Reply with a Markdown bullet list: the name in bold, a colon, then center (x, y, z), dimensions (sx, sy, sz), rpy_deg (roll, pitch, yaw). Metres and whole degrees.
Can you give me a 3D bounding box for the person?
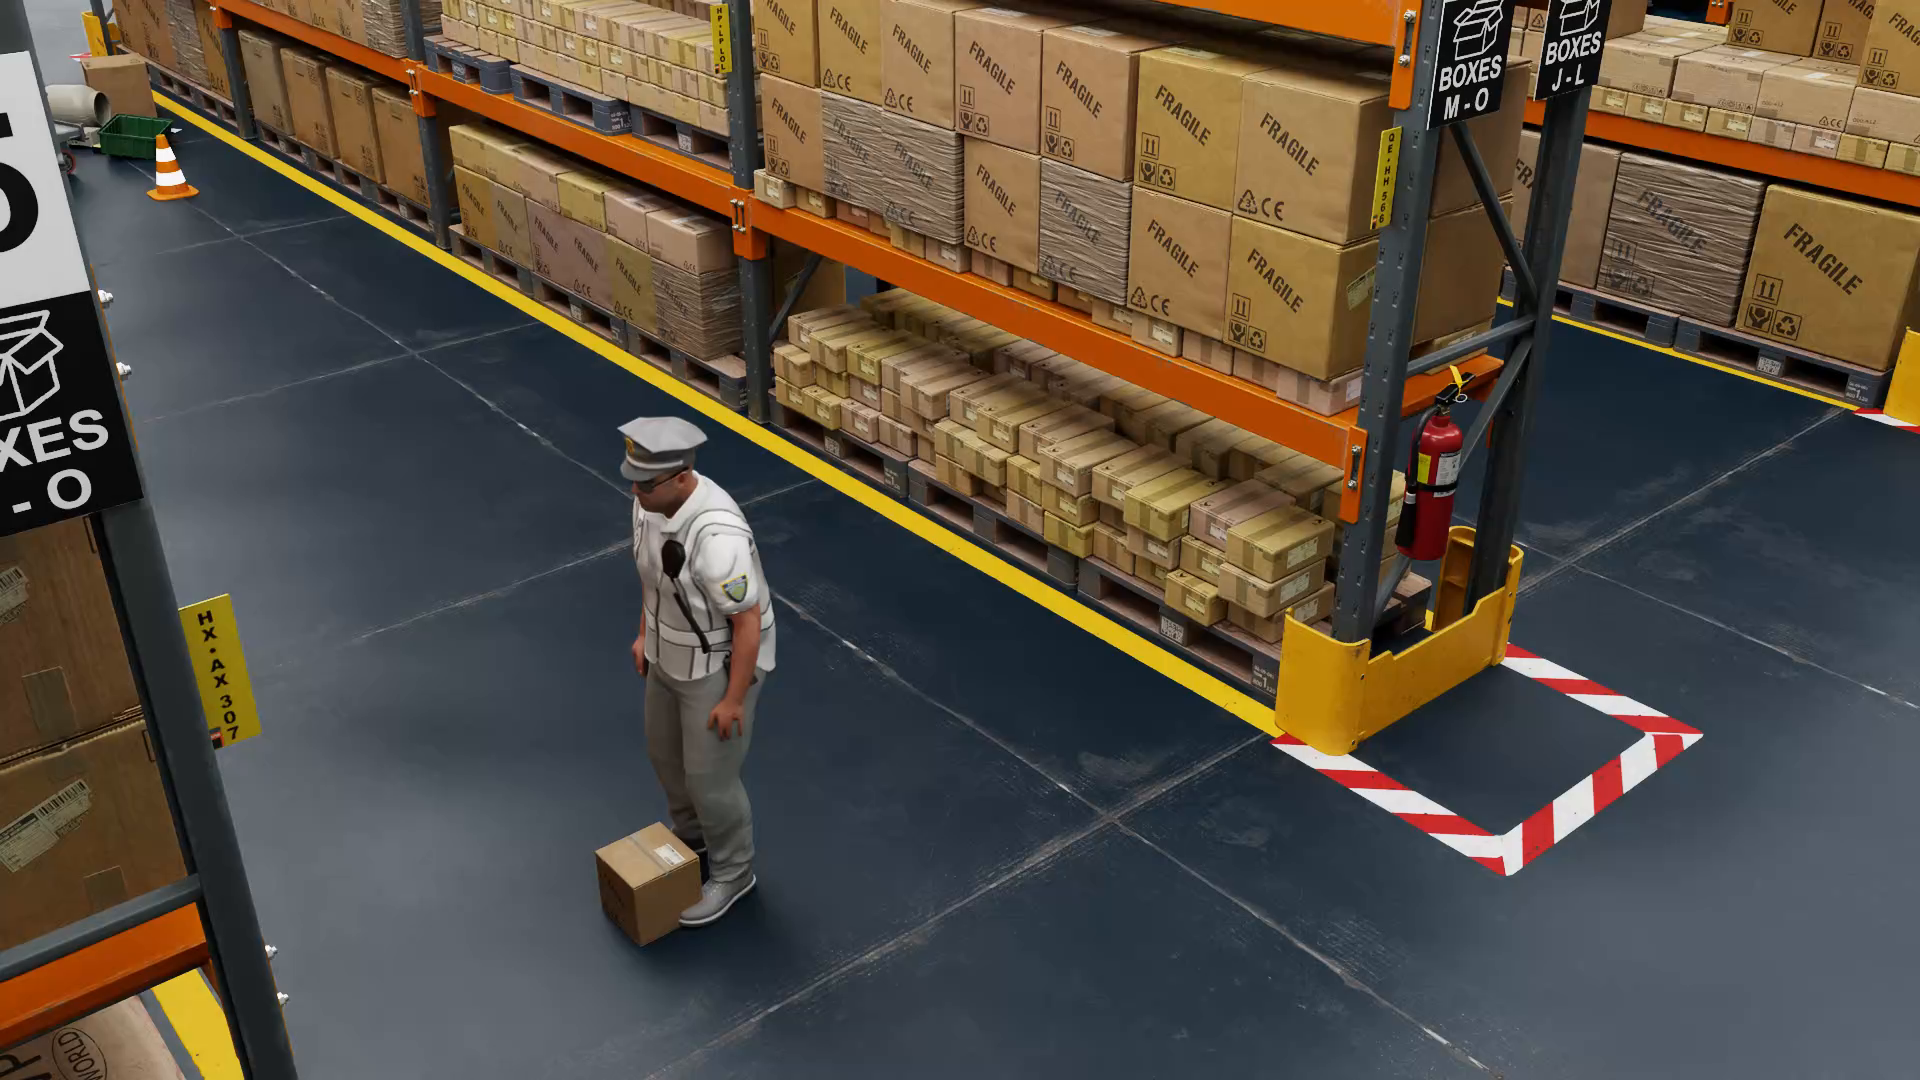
- **person**: center (-0.846, 0.403, 5.355), dimensions (0.465, 1.748, 0.584), rpy_deg (-22, 35, -35)
